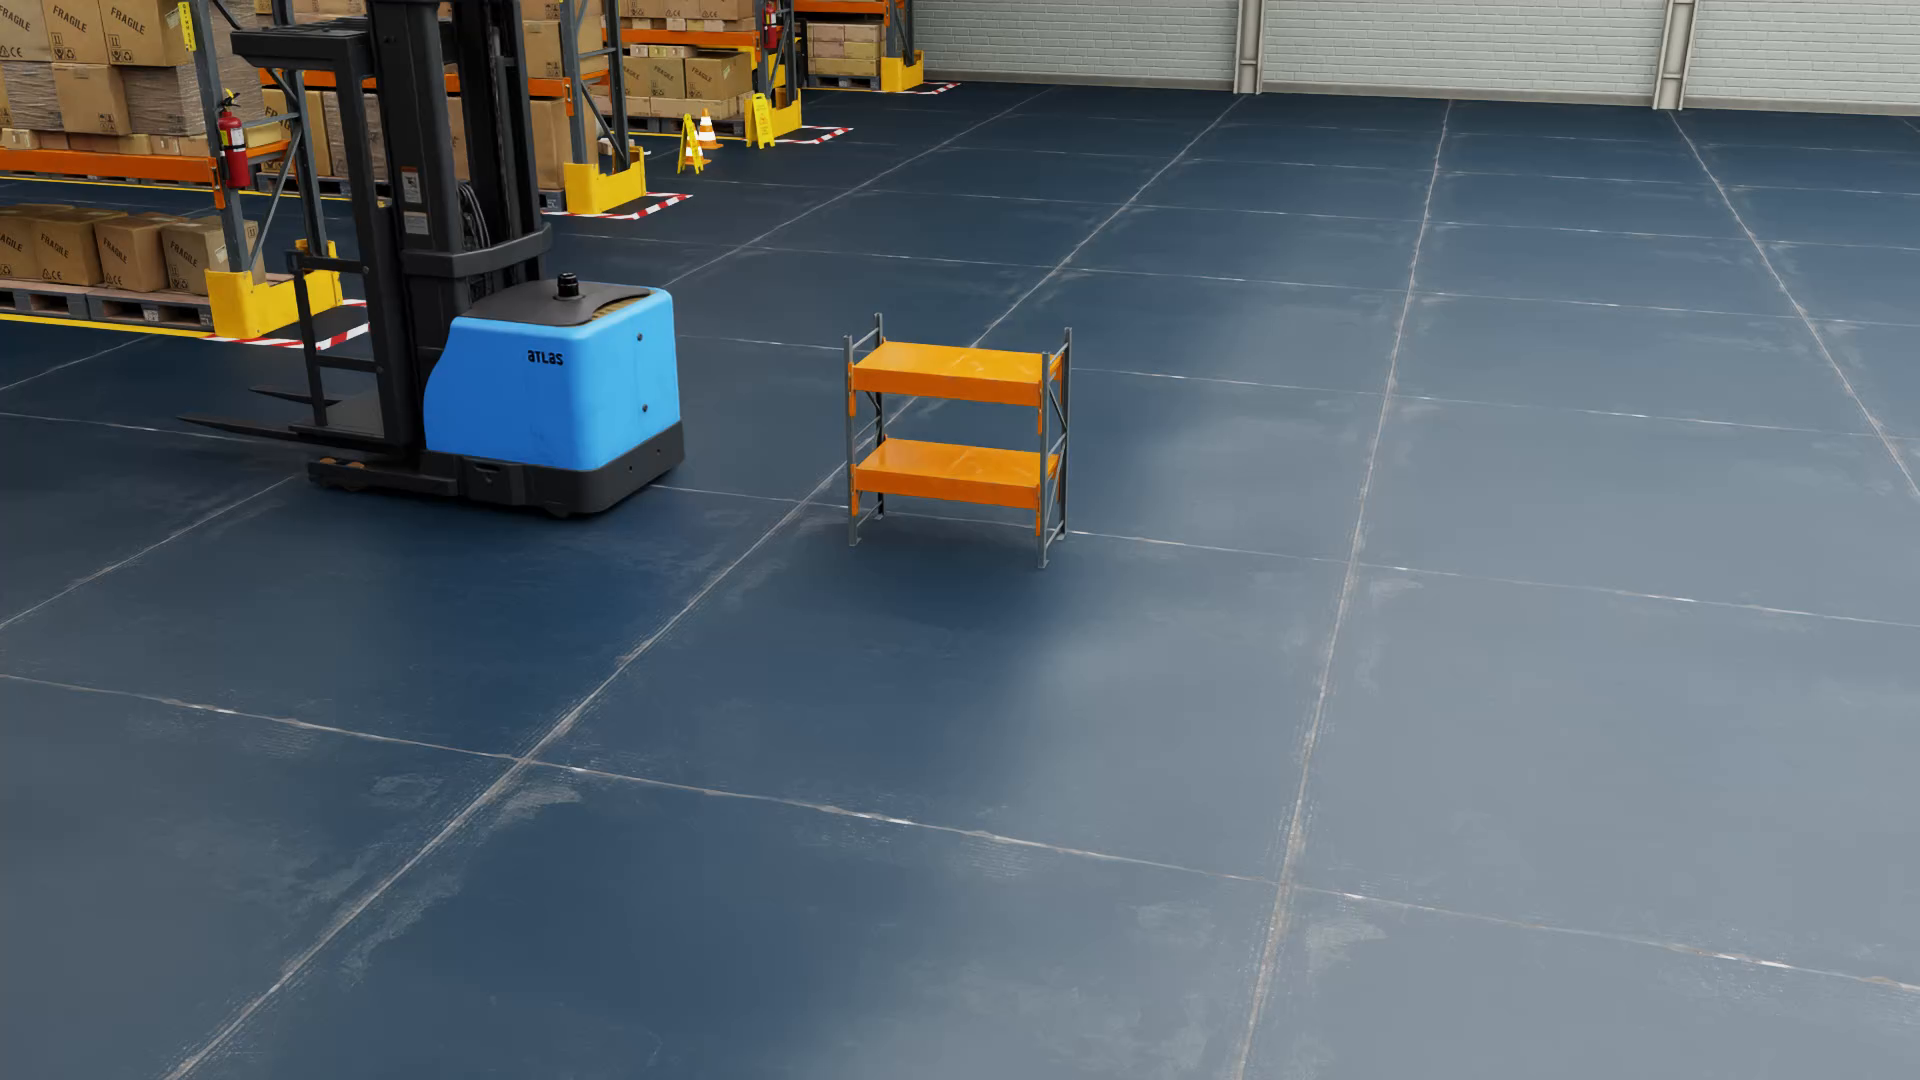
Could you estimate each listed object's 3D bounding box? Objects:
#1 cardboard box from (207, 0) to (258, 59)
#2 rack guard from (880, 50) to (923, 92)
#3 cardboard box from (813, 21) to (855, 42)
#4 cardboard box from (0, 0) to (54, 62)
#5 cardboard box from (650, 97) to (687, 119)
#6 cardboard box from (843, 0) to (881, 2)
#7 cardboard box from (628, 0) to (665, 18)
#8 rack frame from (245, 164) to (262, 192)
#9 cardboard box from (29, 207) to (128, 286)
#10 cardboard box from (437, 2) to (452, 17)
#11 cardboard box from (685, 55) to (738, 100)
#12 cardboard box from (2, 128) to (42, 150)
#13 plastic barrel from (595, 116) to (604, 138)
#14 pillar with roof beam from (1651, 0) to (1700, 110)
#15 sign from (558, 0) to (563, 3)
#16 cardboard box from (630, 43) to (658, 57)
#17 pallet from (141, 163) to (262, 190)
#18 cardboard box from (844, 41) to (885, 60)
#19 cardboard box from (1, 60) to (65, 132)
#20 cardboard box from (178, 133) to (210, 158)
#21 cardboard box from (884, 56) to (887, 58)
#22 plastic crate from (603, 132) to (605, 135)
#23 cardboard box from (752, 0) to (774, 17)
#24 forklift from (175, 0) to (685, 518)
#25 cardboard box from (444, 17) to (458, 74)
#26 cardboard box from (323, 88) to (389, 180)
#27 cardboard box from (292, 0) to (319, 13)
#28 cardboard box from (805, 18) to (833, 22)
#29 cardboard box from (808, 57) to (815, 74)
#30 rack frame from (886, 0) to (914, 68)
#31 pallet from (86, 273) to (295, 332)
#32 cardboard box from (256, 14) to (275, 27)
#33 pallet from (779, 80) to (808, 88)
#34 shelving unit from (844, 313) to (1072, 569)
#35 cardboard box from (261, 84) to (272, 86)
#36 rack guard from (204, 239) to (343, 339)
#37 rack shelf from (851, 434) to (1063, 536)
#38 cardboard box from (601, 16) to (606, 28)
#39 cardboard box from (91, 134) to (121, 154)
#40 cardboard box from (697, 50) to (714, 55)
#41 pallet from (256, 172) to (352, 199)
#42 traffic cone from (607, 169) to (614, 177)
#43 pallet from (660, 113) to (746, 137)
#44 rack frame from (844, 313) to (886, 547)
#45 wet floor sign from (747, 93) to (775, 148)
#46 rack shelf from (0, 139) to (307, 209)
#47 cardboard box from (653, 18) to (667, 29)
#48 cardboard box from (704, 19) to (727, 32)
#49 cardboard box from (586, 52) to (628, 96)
[{"bbox_3d":[-5.667,-3.910,12.508,0.500,0.500,0.500,7,23,16],"label":"cardboard box"},{"bbox_3d":[-0.904,-7.349,26.028,0.348,0.500,1.175,7,23,16],"label":"rack guard"},{"bbox_3d":[-1.948,-7.884,25.790,0.500,0.250,0.500,7,23,16],"label":"cardboard box"},{"bbox_3d":[-6.776,-3.829,12.312,0.500,0.500,0.500,7,23,16],"label":"cardboard box"},{"bbox_3d":[-3.702,-5.677,21.728,0.500,0.250,0.500,7,23,16],"label":"cardboard box"},{"bbox_3d":[-1.474,-8.513,25.440,0.500,0.500,0.500,6,23,14],"label":"cardboard box"},{"bbox_3d":[-3.912,-6.961,21.263,0.500,0.500,0.500,6,23,15],"label":"cardboard box"},{"bbox_3d":[-7.519,-5.333,17.820,0.127,3.000,1.000,7,23,16],"label":"rack frame"},{"bbox_3d":[-6.988,-2.345,13.274,0.500,0.500,0.500,9,24,20],"label":"cardboard box"},{"bbox_3d":[-5.084,-5.656,16.986,0.550,0.550,0.875,7,23,16],"label":"cardboard box"},{"bbox_3d":[-3.199,-5.967,21.445,0.500,0.500,0.500,7,23,16],"label":"cardboard box"},{"bbox_3d":[-7.018,-3.070,12.633,0.250,0.149,0.380,7,23,16],"label":"cardboard box"},{"bbox_3d":[-4.772,-5.189,20.862,0.512,0.421,0.421,-14,26,-30],"label":"plastic barrel"},{"bbox_3d":[8.912,-8.808,18.386,0.400,9.000,9.100,7,23,16],"label":"pillar with roof beam"},{"bbox_3d":[-3.860,-5.345,16.009,0.005,0.325,0.100,7,23,16],"label":"sign"},{"bbox_3d":[-4.061,-6.341,21.503,0.250,0.149,0.380,8,23,18],"label":"cardboard box"},{"bbox_3d":[-8.280,-4.101,18.489,1.213,0.211,1.003,7,23,16],"label":"pallet"},{"bbox_3d":[-1.483,-7.602,25.760,0.500,0.250,0.500,6,23,15],"label":"cardboard box"},{"bbox_3d":[-6.718,-3.440,12.680,0.500,0.500,0.875,7,23,16],"label":"cardboard box"},{"bbox_3d":[-5.552,-2.944,12.326,0.250,0.149,0.380,7,23,16],"label":"cardboard box"},{"bbox_3d":[-1.340,-7.555,26.307,0.500,0.250,0.500,7,23,16],"label":"cardboard box"},{"bbox_3d":[-4.920,-5.322,21.640,0.583,0.080,0.402,-1,22,-3],"label":"plastic crate"},{"bbox_3d":[-2.730,-7.041,21.459,0.500,0.500,0.500,6,23,15],"label":"cardboard box"},{"bbox_3d":[-3.182,-1.808,9.314,3.031,2.935,1.130,8,24,19],"label":"forklift"},{"bbox_3d":[-5.091,-5.148,17.170,0.550,0.550,0.875,7,23,16],"label":"cardboard box"},{"bbox_3d":[-6.073,-4.353,17.676,0.875,0.875,0.875,7,23,16],"label":"cardboard box"},{"bbox_3d":[-6.616,-5.831,17.413,0.550,0.550,0.875,7,23,16],"label":"cardboard box"},{"bbox_3d":[-2.287,-8.127,26.382,0.500,0.250,0.500,6,23,15],"label":"cardboard box"},{"bbox_3d":[-2.417,-7.483,26.131,0.500,0.250,0.500,7,23,16],"label":"cardboard box"},{"bbox_3d":[-0.927,-8.508,25.560,0.127,3.000,1.000,7,23,16],"label":"rack frame"},{"bbox_3d":[-6.060,-1.924,13.183,1.213,0.211,1.003,7,23,16],"label":"pallet"},{"bbox_3d":[-7.163,-5.367,17.703,0.550,0.550,0.875,7,23,16],"label":"cardboard box"},{"bbox_3d":[-2.835,-7.421,26.584,1.213,0.211,1.003,7,23,15],"label":"pallet"},{"bbox_3d":[-0.006,-0.521,8.558,1.048,1.125,0.538,7,23,16],"label":"shelving unit"},{"bbox_3d":[-9.478,-6.494,23.559,0.625,0.372,0.950,5,23,12],"label":"cardboard box"},{"bbox_3d":[-5.292,-1.956,12.879,0.348,0.500,1.175,7,23,16],"label":"rack guard"},{"bbox_3d":[-0.006,-0.295,8.651,1.000,0.278,0.538,7,23,16],"label":"rack shelf"},{"bbox_3d":[-4.506,-6.715,21.518,0.250,0.149,0.380,6,23,15],"label":"cardboard box"},{"bbox_3d":[-6.280,-3.013,12.495,0.250,0.149,0.380,7,23,16],"label":"cardboard box"},{"bbox_3d":[-3.574,-6.221,22.064,0.500,0.500,0.500,6,23,14],"label":"cardboard box"},{"bbox_3d":[-6.814,-3.932,18.077,1.213,0.211,1.003,7,23,15],"label":"pallet"},{"bbox_3d":[-3.788,-4.295,18.632,0.334,0.463,0.336,7,23,16],"label":"traffic cone"},{"bbox_3d":[-3.197,-5.525,21.960,1.213,0.211,1.003,7,23,16],"label":"pallet"},{"bbox_3d":[-0.493,-0.577,8.694,0.032,1.125,0.500,7,23,16],"label":"rack frame"},{"bbox_3d":[-2.484,-5.206,20.611,0.232,0.644,0.267,16,27,34],"label":"wet floor sign"},{"bbox_3d":[-7.134,-2.990,13.056,4.000,0.370,1.077,7,23,16],"label":"rack shelf"},{"bbox_3d":[-3.750,-6.671,21.412,0.250,0.149,0.380,7,23,16],"label":"cardboard box"},{"bbox_3d":[-3.051,-6.539,21.090,0.250,0.149,0.380,6,23,15],"label":"cardboard box"},{"bbox_3d":[-4.688,-6.138,21.862,0.500,0.500,0.500,8,24,18],"label":"cardboard box"}]
